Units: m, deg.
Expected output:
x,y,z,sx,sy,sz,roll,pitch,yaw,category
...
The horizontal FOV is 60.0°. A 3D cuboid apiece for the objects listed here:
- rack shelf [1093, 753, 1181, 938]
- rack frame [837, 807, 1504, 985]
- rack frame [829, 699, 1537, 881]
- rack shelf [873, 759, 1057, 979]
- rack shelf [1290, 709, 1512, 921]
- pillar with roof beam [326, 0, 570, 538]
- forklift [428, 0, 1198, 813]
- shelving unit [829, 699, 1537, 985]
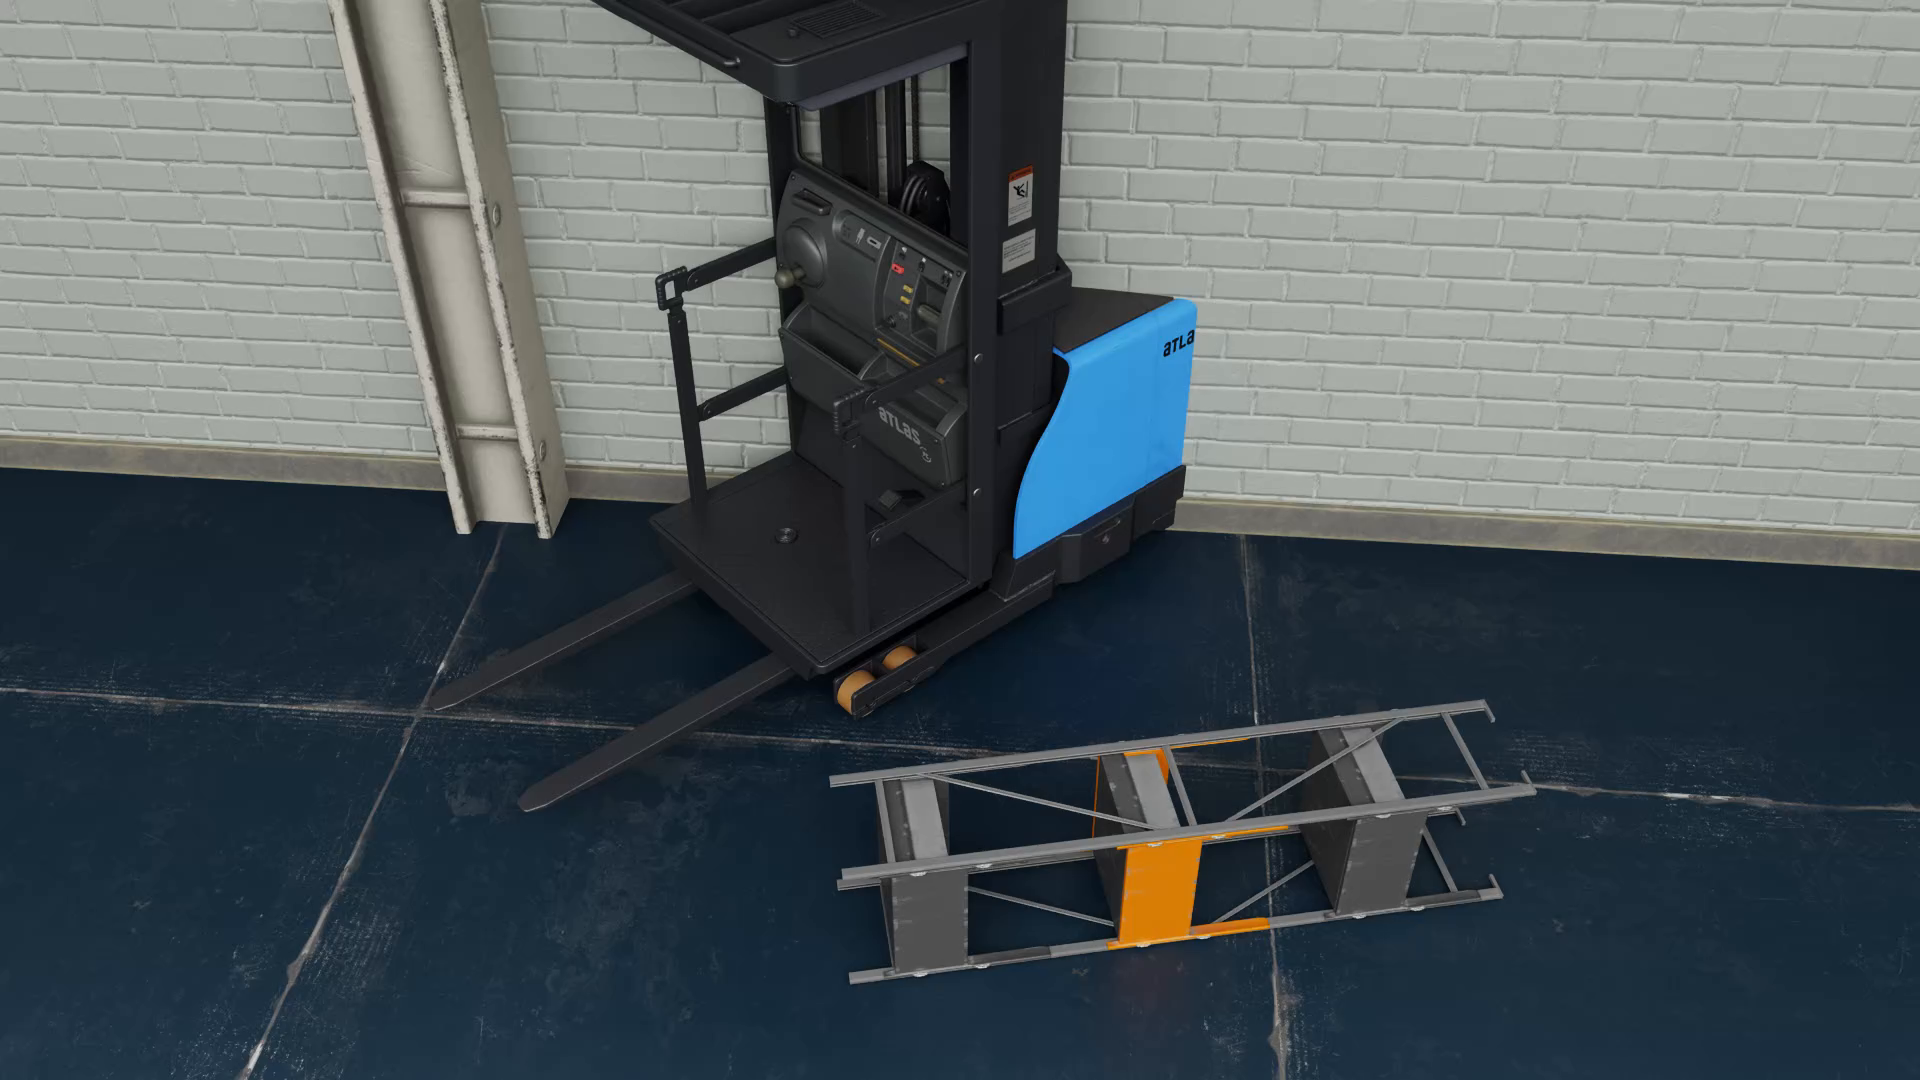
x,y,z,sx,sy,sz,roll,pitch,yaw,category
0.549,0.945,5.180,0.174,0.457,0.368,-6,39,-7,rack shelf
0.670,1.122,5.349,2.100,0.015,0.400,-6,39,-7,rack frame
0.670,0.744,5.041,2.100,0.015,0.400,-6,39,-7,rack frame
-0.007,1.001,5.111,0.518,0.480,0.431,-6,39,-7,rack shelf
1.375,0.862,5.282,0.518,0.480,0.431,-6,39,-7,rack shelf
-2.216,-0.897,0.723,0.400,9.000,9.100,3,39,4,pillar with roof beam
-0.470,-0.878,5.507,3.031,2.935,1.130,-29,47,-31,forklift
0.670,0.933,5.195,2.100,0.503,0.431,-6,39,-7,shelving unit
